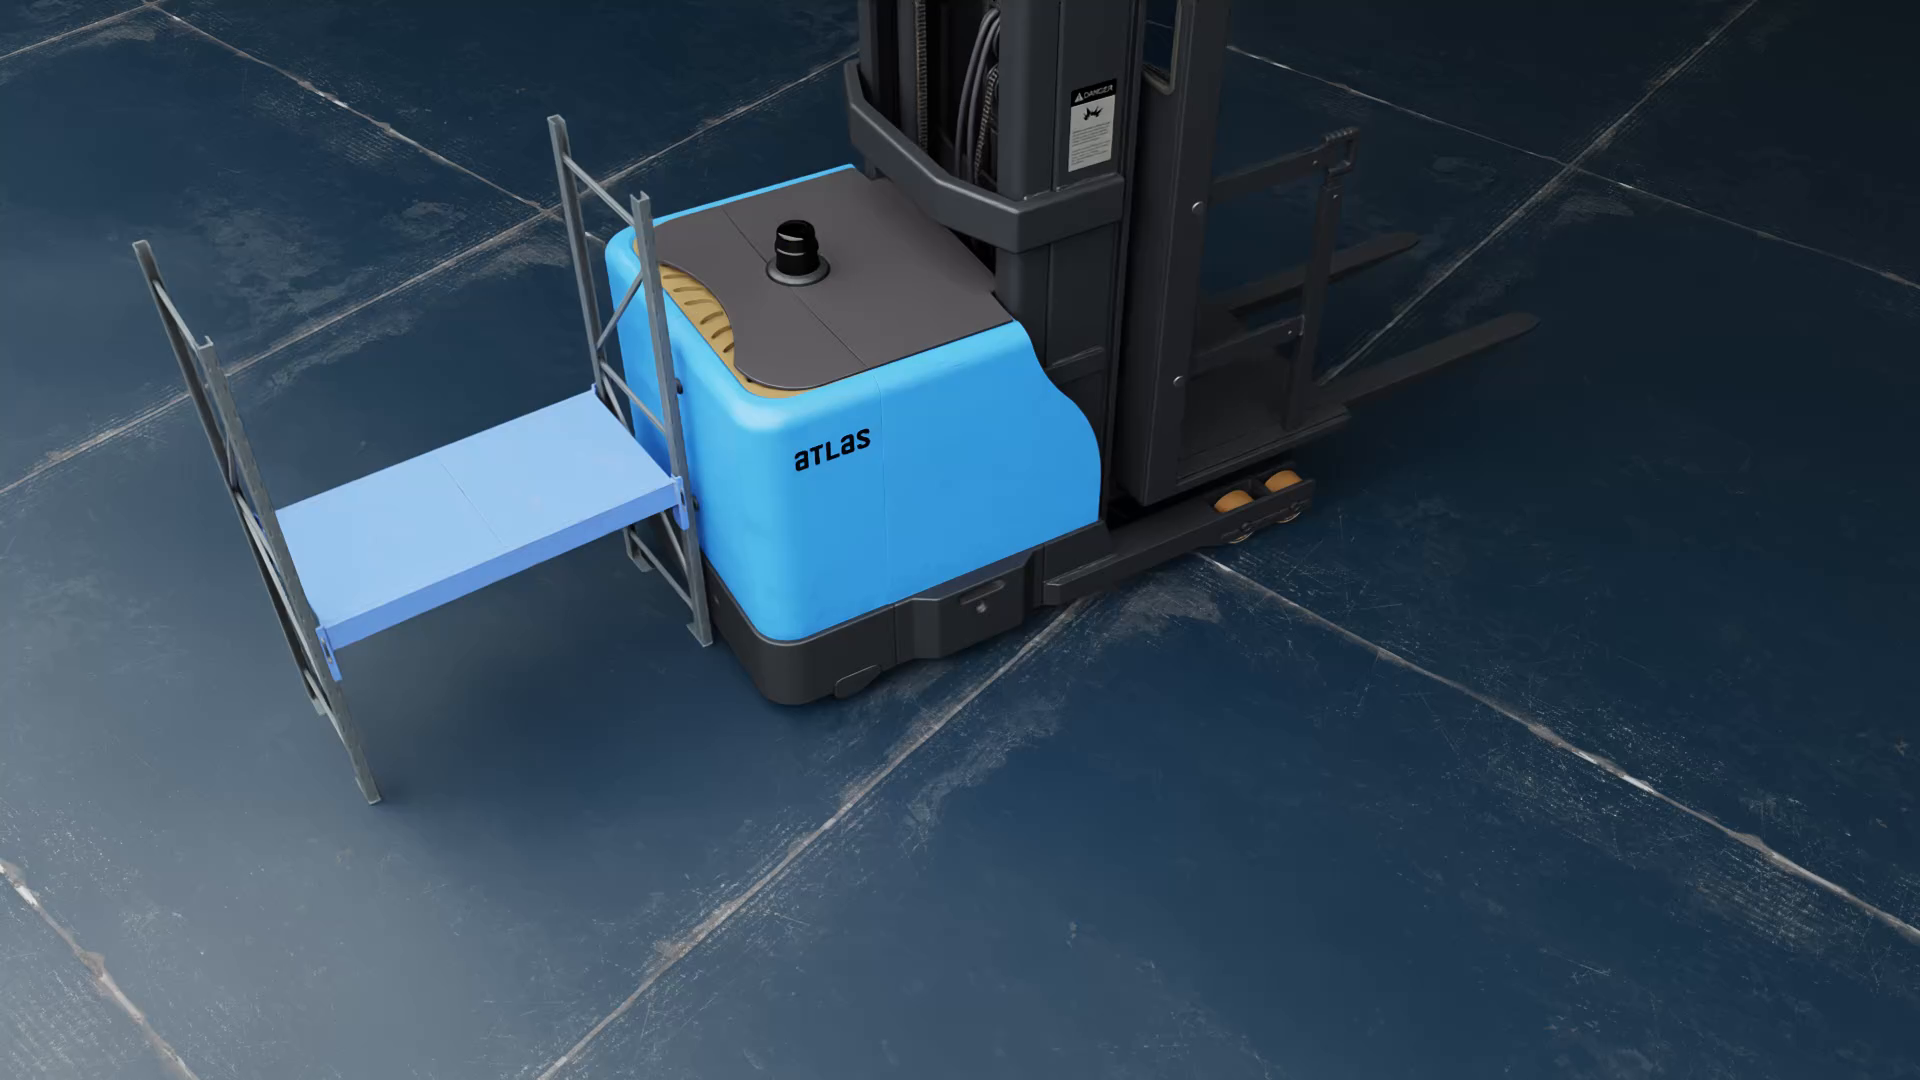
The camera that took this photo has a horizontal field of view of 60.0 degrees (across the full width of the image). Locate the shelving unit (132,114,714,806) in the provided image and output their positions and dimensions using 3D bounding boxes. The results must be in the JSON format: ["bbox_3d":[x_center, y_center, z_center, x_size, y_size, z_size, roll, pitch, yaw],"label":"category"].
[{"bbox_3d":[-1.300,-0.182,4.335,1.048,1.500,0.538,-25,48,-25],"label":"shelving unit"}]

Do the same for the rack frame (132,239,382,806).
[{"bbox_3d":[-1.715,0.016,4.118,0.032,1.500,0.500,-25,48,-25],"label":"rack frame"}]

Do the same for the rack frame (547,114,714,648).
[{"bbox_3d":[-0.885,-0.379,4.552,0.032,1.500,0.500,-25,48,-25],"label":"rack frame"}]

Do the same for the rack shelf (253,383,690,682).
[{"bbox_3d":[-1.300,-0.048,4.456,1.000,0.185,0.538,-25,48,-25],"label":"rack shelf"}]

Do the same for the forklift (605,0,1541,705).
[{"bbox_3d":[0.537,-1.361,4.568,3.031,2.935,1.130,-21,46,-22],"label":"forklift"}]
